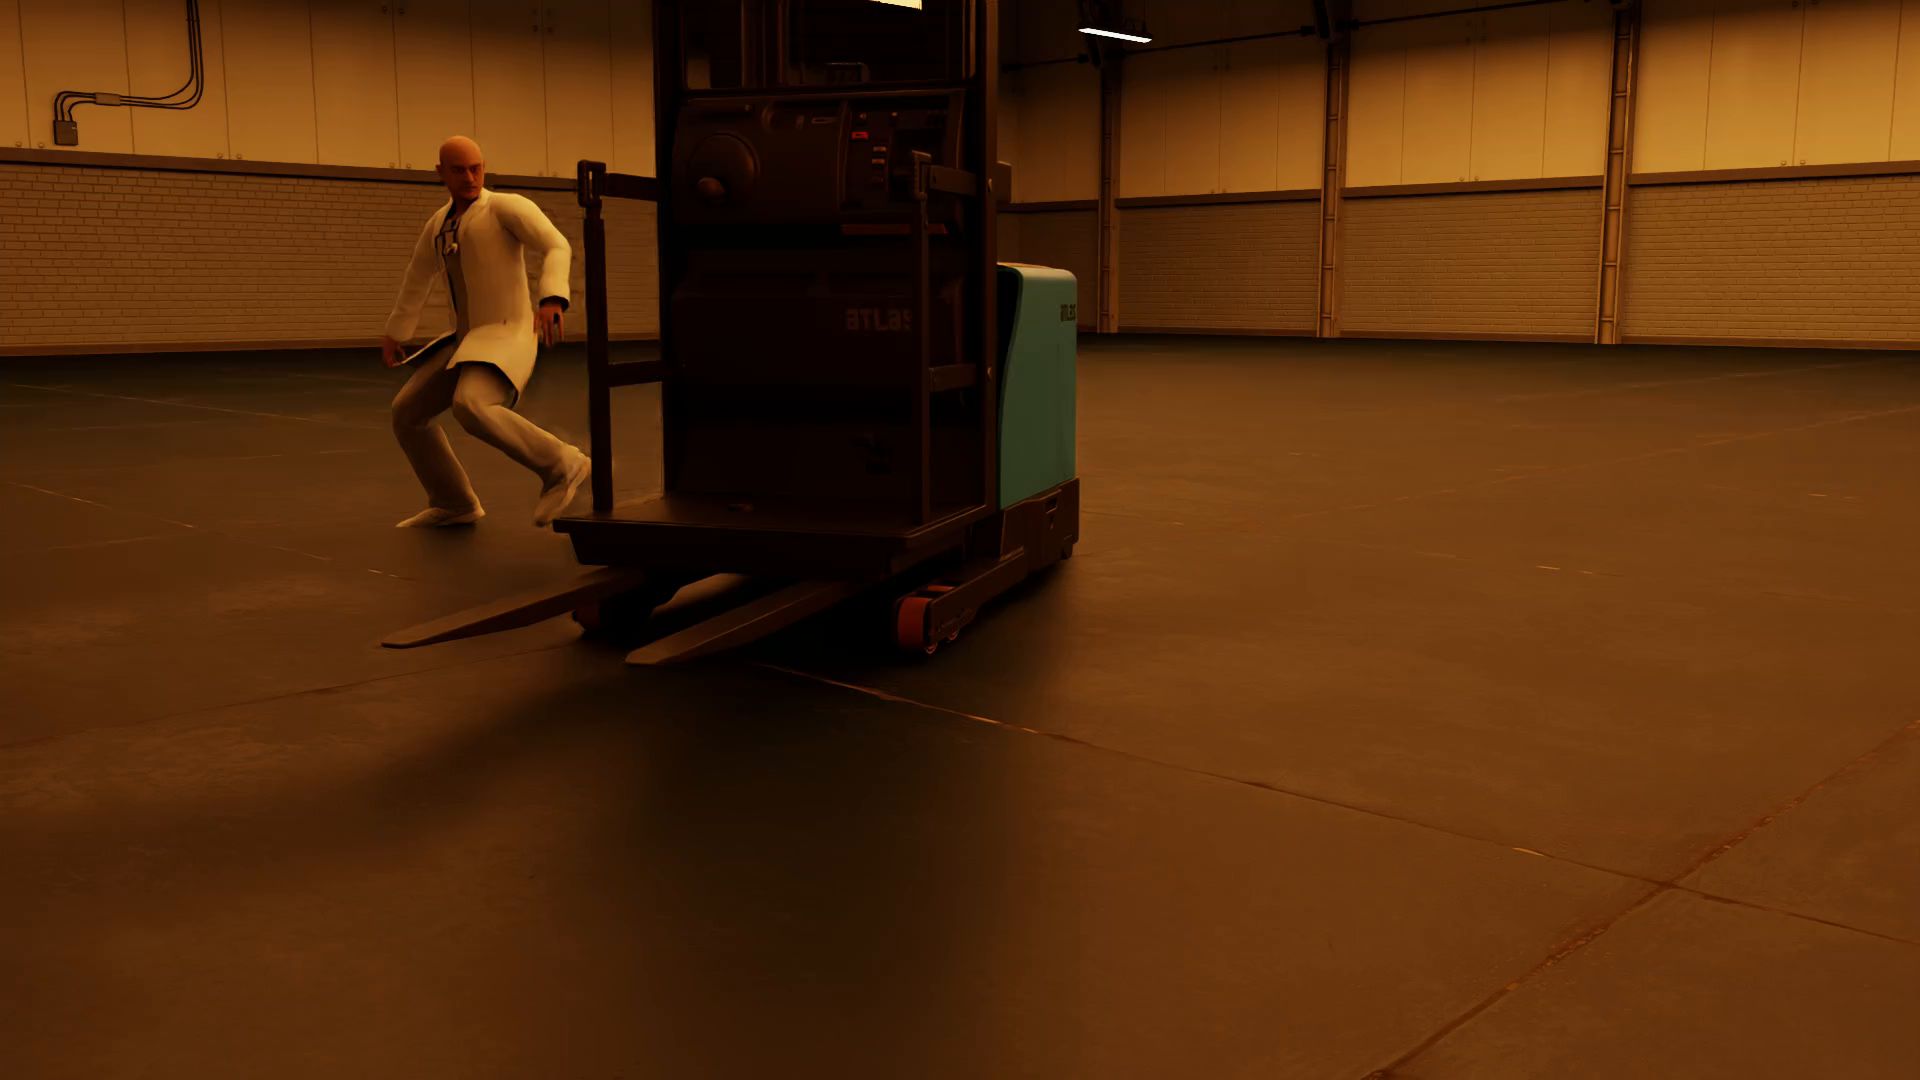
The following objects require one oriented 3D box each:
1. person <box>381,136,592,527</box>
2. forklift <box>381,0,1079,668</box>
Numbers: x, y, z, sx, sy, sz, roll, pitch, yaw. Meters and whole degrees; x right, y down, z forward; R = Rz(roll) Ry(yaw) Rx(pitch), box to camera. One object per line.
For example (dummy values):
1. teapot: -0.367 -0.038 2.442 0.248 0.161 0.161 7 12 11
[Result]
1. person: -2.025 -0.832 6.933 1.120 1.658 0.542 8 12 42
2. forklift: -0.498 -1.197 4.821 1.130 2.935 3.031 3 9 18
